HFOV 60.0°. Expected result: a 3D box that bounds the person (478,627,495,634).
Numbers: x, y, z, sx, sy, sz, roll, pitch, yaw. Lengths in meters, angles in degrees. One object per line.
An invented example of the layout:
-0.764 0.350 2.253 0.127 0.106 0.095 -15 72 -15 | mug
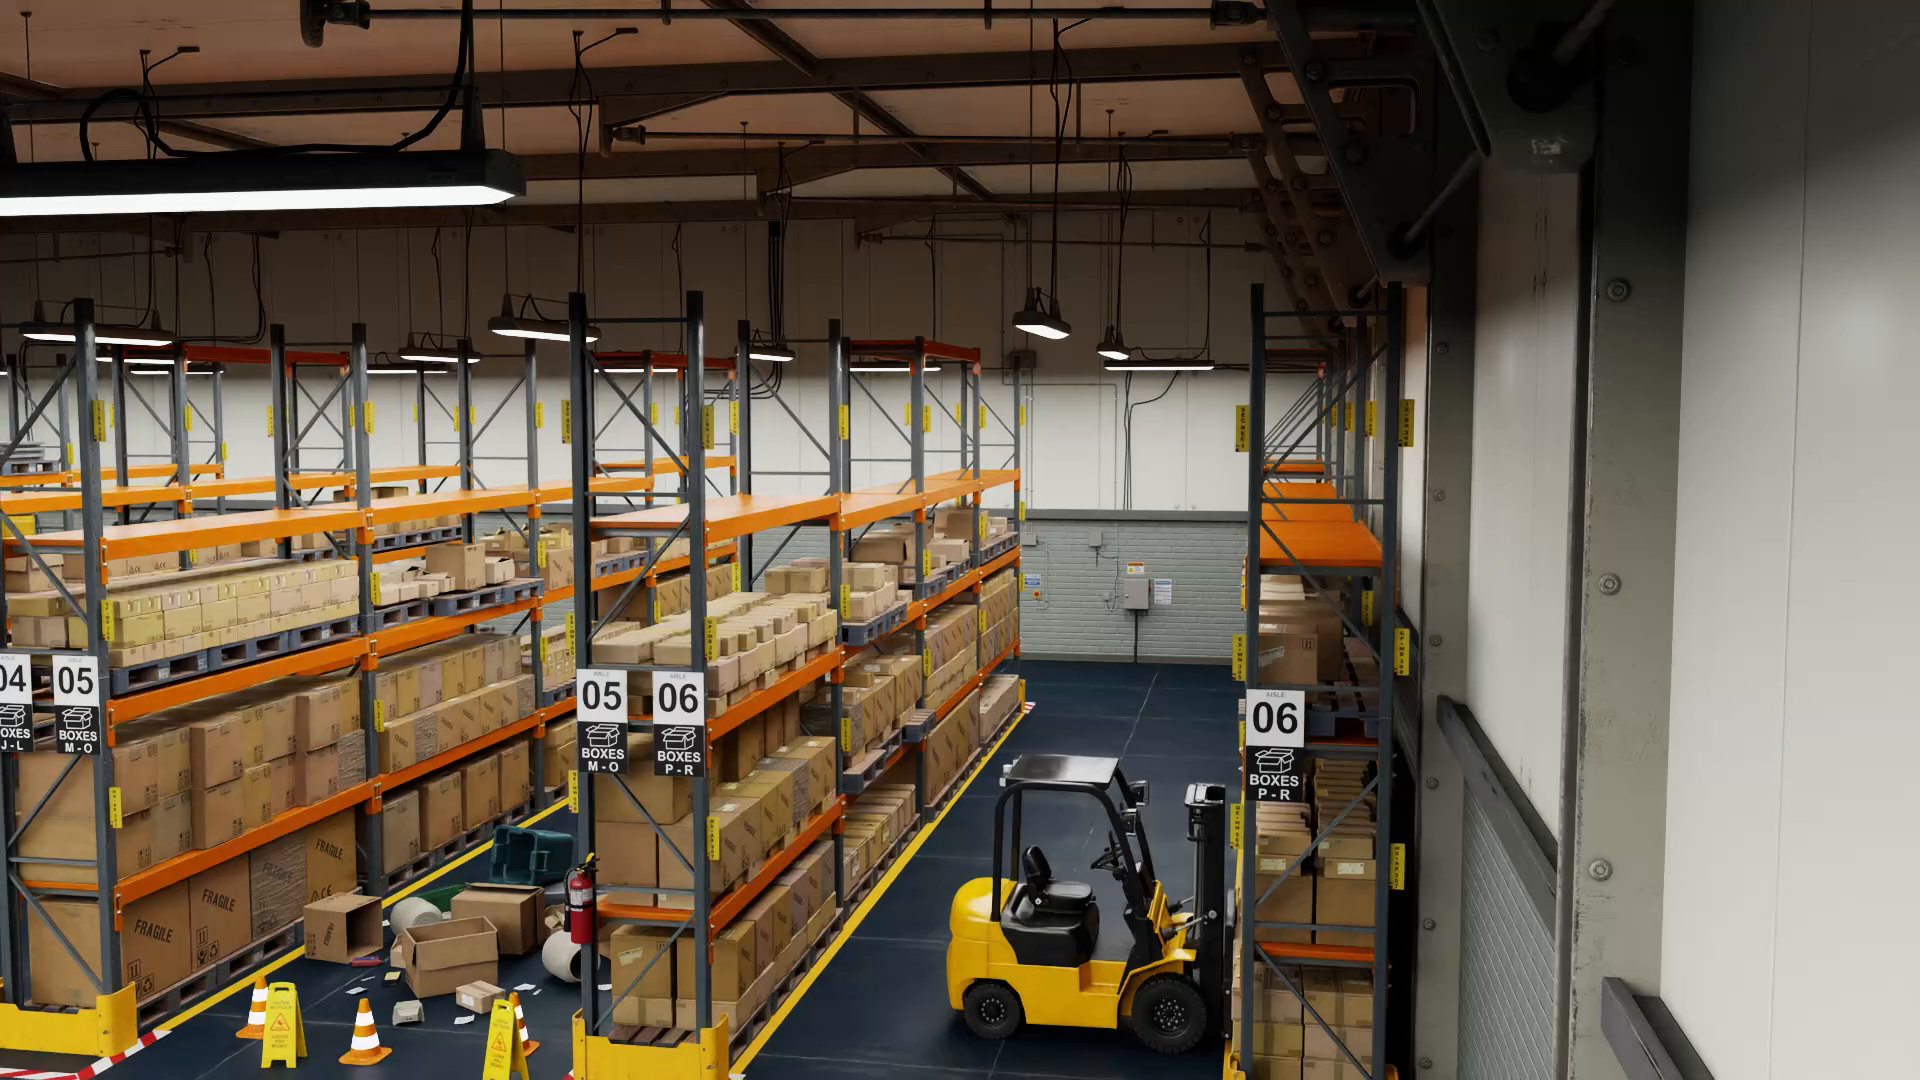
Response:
-7.518 2.224 26.405 0.515 1.672 0.723 -1 5 -14 | person
